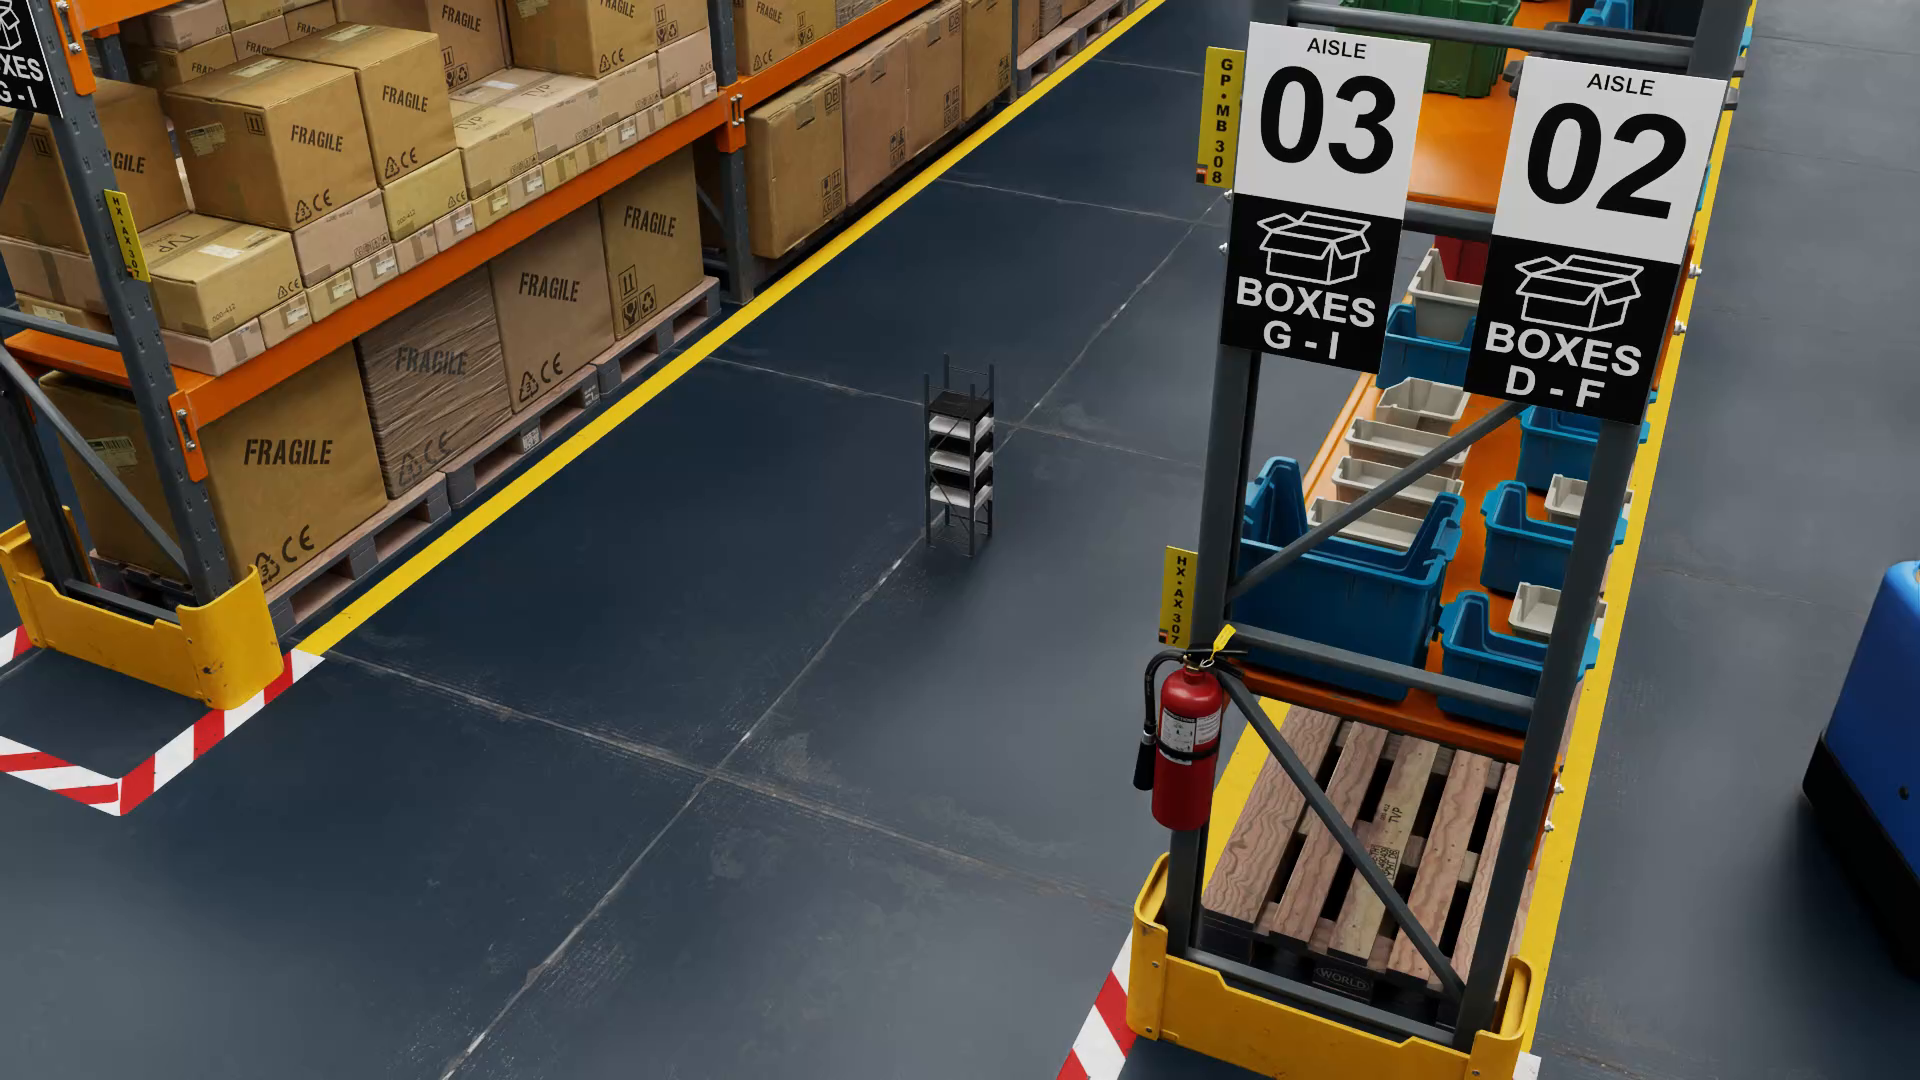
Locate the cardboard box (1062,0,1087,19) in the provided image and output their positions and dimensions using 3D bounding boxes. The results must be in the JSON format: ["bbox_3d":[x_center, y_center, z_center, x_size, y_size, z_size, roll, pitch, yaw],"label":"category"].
[{"bbox_3d":[0.678,-4.810,14.229,0.700,0.500,0.500,17,37,24],"label":"cardboard box"}]

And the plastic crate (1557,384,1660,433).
[{"bbox_3d":[2.194,-0.457,5.810,0.416,0.233,0.300,14,36,20],"label":"plastic crate"}]

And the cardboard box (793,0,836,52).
[{"bbox_3d":[-1.080,-3.242,9.868,0.500,0.500,0.500,14,36,21],"label":"cardboard box"}]

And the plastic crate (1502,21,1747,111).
[{"bbox_3d":[1.530,-0.977,3.888,0.497,0.269,0.590,14,36,20],"label":"plastic crate"}]

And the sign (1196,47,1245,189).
[{"bbox_3d":[0.609,-0.978,3.866,0.100,0.325,0.005,14,36,20],"label":"sign"}]

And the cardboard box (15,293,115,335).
[{"bbox_3d":[-3.533,-0.934,6.667,0.380,0.149,0.250,15,36,21],"label":"cardboard box"}]

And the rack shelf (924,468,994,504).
[{"bbox_3d":[-0.003,-0.269,7.565,0.258,0.077,0.200,14,36,20],"label":"rack shelf"}]

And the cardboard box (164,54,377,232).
[{"bbox_3d":[-2.728,-1.587,6.617,0.500,0.500,0.500,13,36,19],"label":"cardboard box"}]

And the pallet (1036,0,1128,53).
[{"bbox_3d":[0.804,-4.598,14.570,1.003,0.211,1.213,14,36,20],"label":"pallet"}]

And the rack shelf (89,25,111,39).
[{"bbox_3d":[-7.009,-2.669,9.741,1.077,0.370,4.000,14,36,20],"label":"rack shelf"}]

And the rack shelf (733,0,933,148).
[{"bbox_3d":[-0.873,-3.473,10.967,1.077,0.370,4.000,14,36,20],"label":"rack shelf"}]

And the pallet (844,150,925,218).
[{"bbox_3d":[-0.946,-2.623,11.558,1.003,0.211,1.213,14,36,20],"label":"pallet"}]

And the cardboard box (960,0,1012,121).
[{"bbox_3d":[-0.344,-3.718,12.240,1.225,0.875,0.875,13,35,18],"label":"cardboard box"}]

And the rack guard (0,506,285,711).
[{"bbox_3d":[-3.393,0.271,6.880,1.175,0.500,0.348,14,36,20],"label":"rack guard"}]

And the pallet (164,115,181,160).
[{"bbox_3d":[-5.848,-3.188,12.420,1.003,0.211,1.213,14,36,20],"label":"pallet"}]

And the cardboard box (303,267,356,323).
[{"bbox_3d":[-2.722,-1.038,6.826,0.380,0.149,0.250,13,36,19],"label":"cardboard box"}]

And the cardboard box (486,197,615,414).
[{"bbox_3d":[-2.435,-1.306,8.562,0.875,0.875,0.875,14,36,20],"label":"cardboard box"}]

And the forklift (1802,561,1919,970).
[{"bbox_3d":[4.658,-0.002,5.080,3.031,2.935,1.130,0,33,0],"label":"forklift"}]

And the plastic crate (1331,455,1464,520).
[{"bbox_3d":[1.427,-0.153,5.434,0.396,0.136,0.243,14,36,20],"label":"plastic crate"}]

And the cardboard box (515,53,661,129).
[{"bbox_3d":[-1.870,-2.301,8.390,0.500,0.250,0.500,15,36,22],"label":"cardboard box"}]

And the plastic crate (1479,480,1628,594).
[{"bbox_3d":[1.793,0.020,5.082,0.416,0.233,0.300,14,36,20],"label":"plastic crate"}]

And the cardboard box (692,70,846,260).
[{"bbox_3d":[-1.460,-2.388,10.212,1.225,0.875,0.875,14,36,21],"label":"cardboard box"}]

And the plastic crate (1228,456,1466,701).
[{"bbox_3d":[1.086,0.101,4.774,0.616,0.435,0.499,14,36,20],"label":"plastic crate"}]

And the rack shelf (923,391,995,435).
[{"bbox_3d":[-0.003,-0.570,7.367,0.258,0.077,0.200,14,36,20],"label":"rack shelf"}]

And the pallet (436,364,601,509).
[{"bbox_3d":[-2.608,-0.641,8.536,1.003,0.211,1.213,14,36,20],"label":"pallet"}]

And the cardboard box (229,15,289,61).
[{"bbox_3d":[-5.402,-3.668,12.504,0.500,0.500,0.500,16,36,23],"label":"cardboard box"}]

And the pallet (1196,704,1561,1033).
[{"bbox_3d":[1.496,1.115,5.857,1.003,0.211,1.213,14,36,20],"label":"pallet"}]

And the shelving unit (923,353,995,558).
[{"bbox_3d":[-0.003,-0.372,7.497,0.258,0.900,0.210,14,36,20],"label":"shelving unit"}]

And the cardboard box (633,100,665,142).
[{"bbox_3d":[-1.754,-2.190,8.583,0.380,0.149,0.250,14,36,20],"label":"cardboard box"}]

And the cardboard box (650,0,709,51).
[{"bbox_3d":[-1.659,-2.863,8.562,0.500,0.500,0.500,15,36,22],"label":"cardboard box"}]

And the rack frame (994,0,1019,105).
[{"bbox_3d":[-0.036,-4.770,12.289,1.000,3.000,0.127,14,36,20],"label":"rack frame"}]

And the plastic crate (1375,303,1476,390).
[{"bbox_3d":[1.742,-0.686,6.159,0.416,0.233,0.300,14,36,20],"label":"plastic crate"}]

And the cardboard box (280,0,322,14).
[{"bbox_3d":[-5.185,-4.236,12.688,0.500,0.250,0.500,16,36,22],"label":"cardboard box"}]

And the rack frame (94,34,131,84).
[{"bbox_3d":[-6.172,-3.966,11.063,1.000,3.000,0.127,14,36,20],"label":"rack frame"}]

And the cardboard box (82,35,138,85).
[{"bbox_3d":[-6.091,-3.523,12.284,0.500,0.500,0.500,13,36,20],"label":"cardboard box"}]

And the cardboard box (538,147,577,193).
[{"bbox_3d":[-2.077,-1.806,7.998,0.380,0.149,0.250,14,36,20],"label":"cardboard box"}]

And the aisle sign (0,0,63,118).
[{"bbox_3d":[-3.141,-1.768,5.340,0.394,0.787,0.004,14,36,20],"label":"aisle sign"}]

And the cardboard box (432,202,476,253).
[{"bbox_3d":[-2.399,-1.423,7.413,0.380,0.149,0.250,14,36,20],"label":"cardboard box"}]

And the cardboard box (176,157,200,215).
[{"bbox_3d":[-3.208,-1.402,7.018,0.500,0.250,0.500,14,36,20],"label":"cardboard box"}]

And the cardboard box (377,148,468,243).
[{"bbox_3d":[-2.512,-1.534,7.220,0.500,0.250,0.500,13,35,19],"label":"cardboard box"}]

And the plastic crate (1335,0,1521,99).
[{"bbox_3d":[1.269,-1.372,4.565,0.450,0.188,0.336,14,36,20],"label":"plastic crate"}]

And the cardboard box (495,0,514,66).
[{"bbox_3d":[-2.355,-2.730,8.359,0.500,0.500,0.500,14,36,20],"label":"cardboard box"}]
